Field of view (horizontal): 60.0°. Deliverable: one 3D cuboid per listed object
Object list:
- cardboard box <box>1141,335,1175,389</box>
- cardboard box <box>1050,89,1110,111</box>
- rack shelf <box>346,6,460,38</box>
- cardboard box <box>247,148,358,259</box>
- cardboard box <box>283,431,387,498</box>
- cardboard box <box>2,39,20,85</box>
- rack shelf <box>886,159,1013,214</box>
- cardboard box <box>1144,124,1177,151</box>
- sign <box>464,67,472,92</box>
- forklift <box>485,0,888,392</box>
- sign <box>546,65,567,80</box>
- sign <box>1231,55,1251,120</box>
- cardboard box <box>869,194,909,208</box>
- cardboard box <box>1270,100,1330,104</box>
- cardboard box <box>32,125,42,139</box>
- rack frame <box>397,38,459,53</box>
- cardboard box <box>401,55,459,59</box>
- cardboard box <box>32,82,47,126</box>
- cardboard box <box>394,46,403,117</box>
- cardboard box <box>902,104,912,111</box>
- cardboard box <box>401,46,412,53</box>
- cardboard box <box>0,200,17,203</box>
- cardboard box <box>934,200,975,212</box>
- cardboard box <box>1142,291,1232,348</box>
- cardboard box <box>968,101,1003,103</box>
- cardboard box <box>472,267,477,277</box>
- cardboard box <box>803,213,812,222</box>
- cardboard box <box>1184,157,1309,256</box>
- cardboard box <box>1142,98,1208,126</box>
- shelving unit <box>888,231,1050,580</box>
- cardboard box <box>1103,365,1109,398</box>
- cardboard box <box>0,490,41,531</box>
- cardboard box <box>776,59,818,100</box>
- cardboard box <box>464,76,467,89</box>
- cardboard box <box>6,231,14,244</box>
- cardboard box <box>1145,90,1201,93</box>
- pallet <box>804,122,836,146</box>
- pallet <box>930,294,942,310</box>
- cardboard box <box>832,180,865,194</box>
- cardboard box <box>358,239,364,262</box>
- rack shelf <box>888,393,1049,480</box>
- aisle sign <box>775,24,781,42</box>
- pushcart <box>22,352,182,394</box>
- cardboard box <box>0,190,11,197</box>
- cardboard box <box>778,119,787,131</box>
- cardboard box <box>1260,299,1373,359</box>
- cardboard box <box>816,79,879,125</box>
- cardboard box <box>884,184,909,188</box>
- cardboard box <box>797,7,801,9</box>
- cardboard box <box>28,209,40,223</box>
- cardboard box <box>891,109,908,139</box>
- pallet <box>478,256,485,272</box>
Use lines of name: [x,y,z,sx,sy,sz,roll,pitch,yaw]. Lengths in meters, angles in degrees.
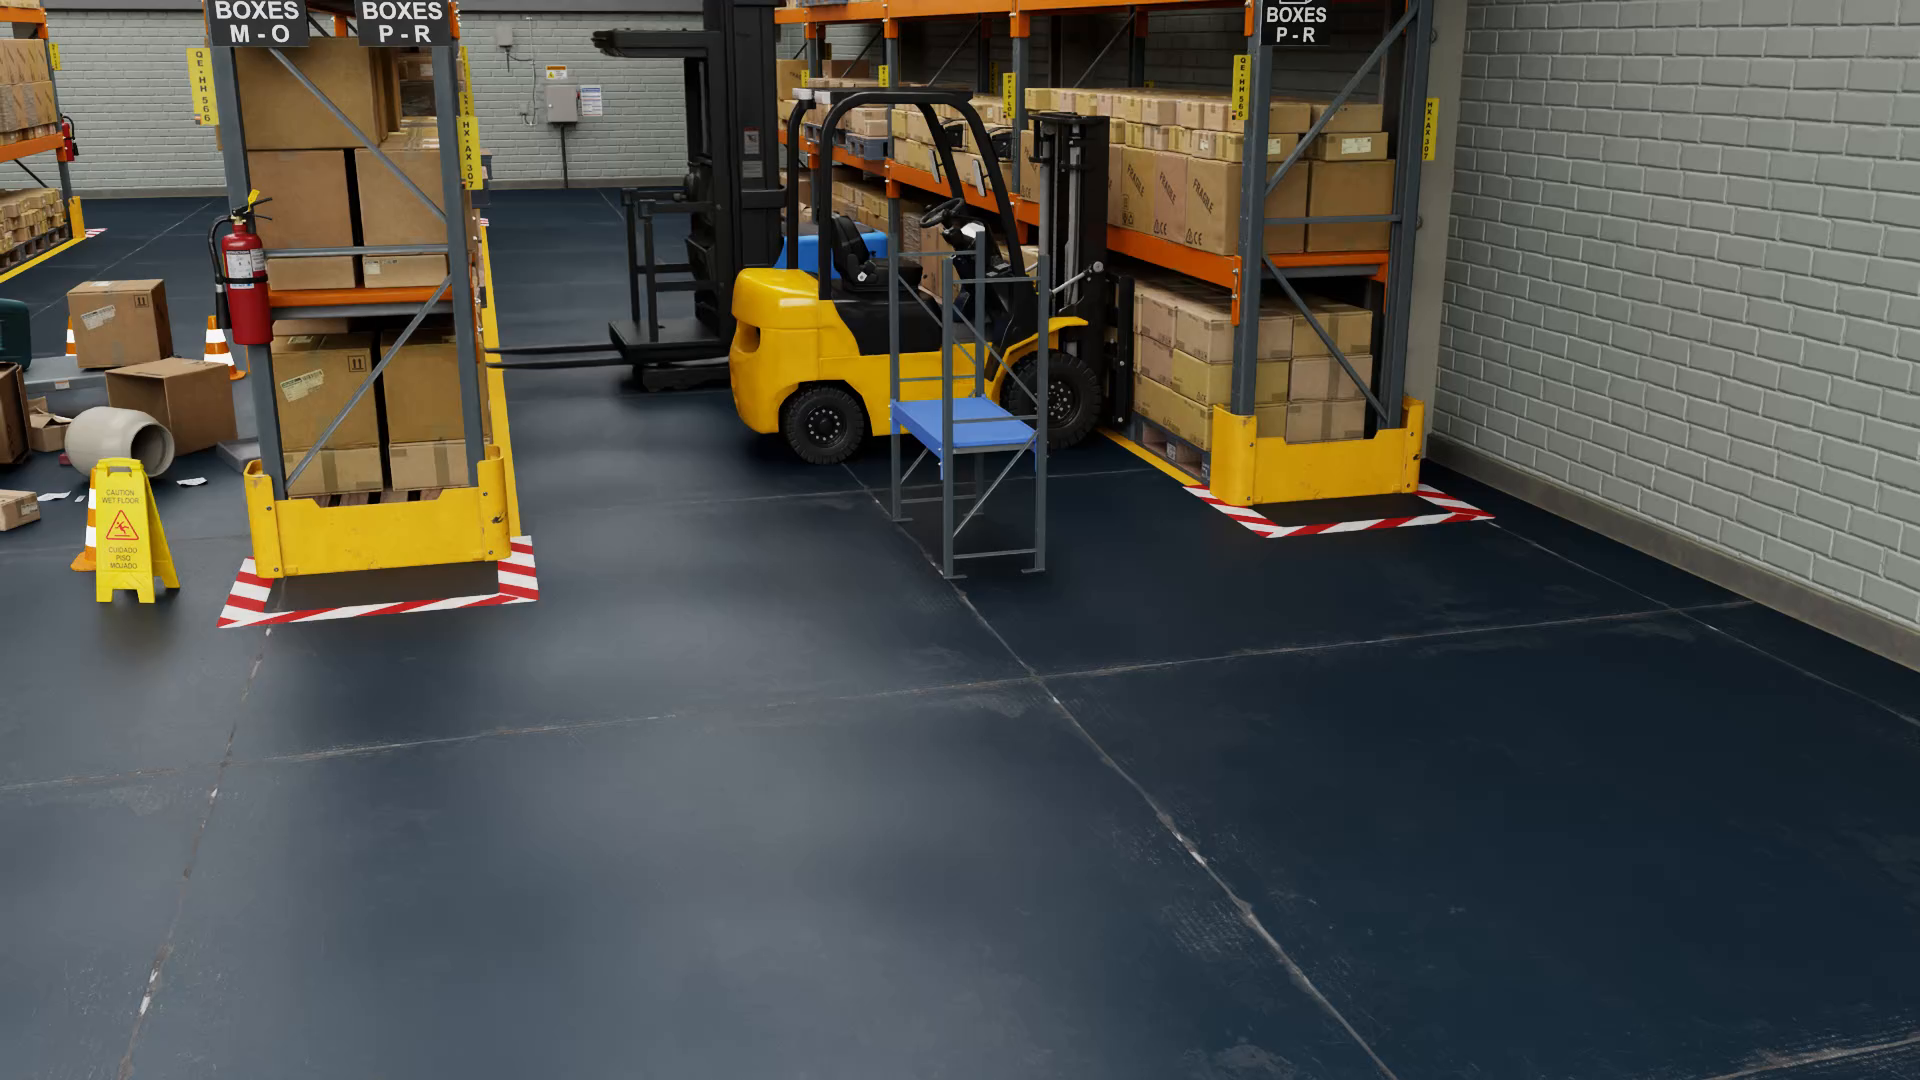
cardboard box: [1.425,-1.090,10.048,0.500,0.250,0.500,-5,17,-16]
cardboard box: [0.866,-3.149,11.903,0.380,0.149,0.250,-4,17,-14]
rack shelf: [-5.533,-5.182,16.525,1.077,0.370,4.000,-5,17,-15]
cardboard box: [-3.199,-1.642,8.015,0.500,0.500,0.500,-5,17,-16]
cardboard box: [-3.272,-0.417,8.676,0.500,0.250,0.500,-5,17,-16]
cardboard box: [-11.109,-5.463,18.996,0.500,0.500,0.500,-5,18,-17]
rack shelf: [0.338,-3.032,14.583,1.077,0.370,4.000,-5,17,-15]
cardboard box: [1.335,-2.434,10.040,0.380,0.149,0.250,-5,18,-17]
sign: [-4.464,-4.099,15.008,0.100,0.325,0.005,-5,17,-15]
forklift: [-2.095,-2.640,12.145,3.031,2.935,1.130,-5,18,-17]
sign: [-6.804,-7.881,28.040,0.339,0.242,0.001,-5,17,-15]
sign: [1.462,-2.346,8.624,0.100,0.325,0.005,-5,17,-15]
cardboard box: [-0.754,-3.587,17.668,0.380,0.149,0.250,-4,17,-14]
cardboard box: [1.975,-2.475,9.659,0.380,0.149,0.250,-4,17,-14]
cardboard box: [-11.344,-4.933,20.098,0.380,0.149,0.250,-4,17,-14]
rack frame: [-6.082,-4.643,18.695,1.000,3.000,0.127,-5,17,-15]
cardboard box: [-4.883,-4.219,15.372,0.500,0.500,0.500,-5,18,-17]
cardboard box: [-11.406,-5.274,20.104,0.500,0.500,0.500,-5,17,-16]
cardboard box: [-3.971,-2.961,10.665,0.700,0.500,0.500,-5,17,-16]
cardboard box: [-0.333,-4.103,15.597,0.380,0.149,0.250,-4,17,-14]
cardboard box: [-6.441,-5.622,18.915,0.380,0.149,0.250,-4,17,-14]
cardboard box: [-11.084,-3.819,19.143,0.380,0.149,0.250,-5,18,-18]
cardboard box: [-0.055,-3.414,17.090,0.380,0.149,0.250,-4,17,-12]
cardboard box: [1.415,-1.324,9.957,0.500,0.250,0.500,-4,17,-14]
cardboard box: [0.264,-3.541,13.724,0.380,0.149,0.250,-5,17,-17]
cardboard box: [-3.463,-1.531,11.081,0.500,0.500,0.500,-5,17,-16]
cardboard box: [-1.746,-4.003,20.790,0.380,0.149,0.250,-5,18,-17]
cardboard box: [1.599,-1.880,9.324,0.500,0.500,0.500,-5,17,-16]
cardboard box: [1.315,-2.575,9.991,0.380,0.149,0.250,-4,17,-14]
shelving unit: [0.023,-0.695,8.158,0.538,1.500,1.048,-5,17,-15]
cardboard box: [1.133,-1.126,11.035,0.500,0.250,0.500,-4,17,-13]
cardboard box: [-5.087,-0.161,8.730,0.380,0.149,0.250,4,17,13]
cardboard box: [-2.132,-6.011,21.689,0.500,0.500,0.500,-4,17,-14]
cardboard box: [-4.298,-3.543,13.611,0.500,0.500,0.500,-6,18,-19]
cardboard box: [-10.914,-3.390,18.749,0.380,0.149,0.250,-5,17,-16]
cardboard box: [1.510,-3.051,11.577,0.380,0.149,0.250,-5,17,-16]
pallet: [-1.196,-4.715,19.268,1.003,0.211,1.213,-5,17,-15]
pallet: [0.309,-2.027,14.833,1.003,0.211,1.213,-5,17,-15]
cardboard box: [-1.318,-4.160,19.576,0.380,0.149,0.250,-5,17,-17]
cardboard box: [-3.354,-1.575,8.917,0.380,0.149,0.250,-4,17,-14]
rack shelf: [0.023,-0.522,8.209,0.538,0.185,1.000,-5,17,-15]
aisle sign: [-2.711,-7.384,23.300,0.394,0.787,0.004,-5,17,-15]
pushcart: [-6.062,-0.980,11.059,1.648,0.377,0.936,-12,20,-34]
cardboard box: [-11.905,-4.212,20.452,0.380,0.149,0.250,-4,17,-14]
cardboard box: [-2.185,-5.478,21.913,0.380,0.149,0.250,-4,17,-14]
cardboard box: [2.037,-1.228,9.638,0.500,0.250,0.500,-5,17,-16]
cardboard box: [-1.251,-4.991,18.949,0.700,0.500,0.500,-5,17,-15]
cardboard box: [-0.660,-3.984,18.989,0.380,0.149,0.250,-4,17,-14]
cardboard box: [-1.758,-6.497,20.089,0.380,0.149,0.250,-5,17,-15]
cardboard box: [-11.142,-3.827,19.686,0.380,0.149,0.250,-4,17,-12]
cardboard box: [-0.348,-3.954,15.792,0.500,0.250,0.500,-5,17,-15]
pallet: [-5.459,-2.762,17.280,1.003,0.211,1.213,-5,17,-15]
